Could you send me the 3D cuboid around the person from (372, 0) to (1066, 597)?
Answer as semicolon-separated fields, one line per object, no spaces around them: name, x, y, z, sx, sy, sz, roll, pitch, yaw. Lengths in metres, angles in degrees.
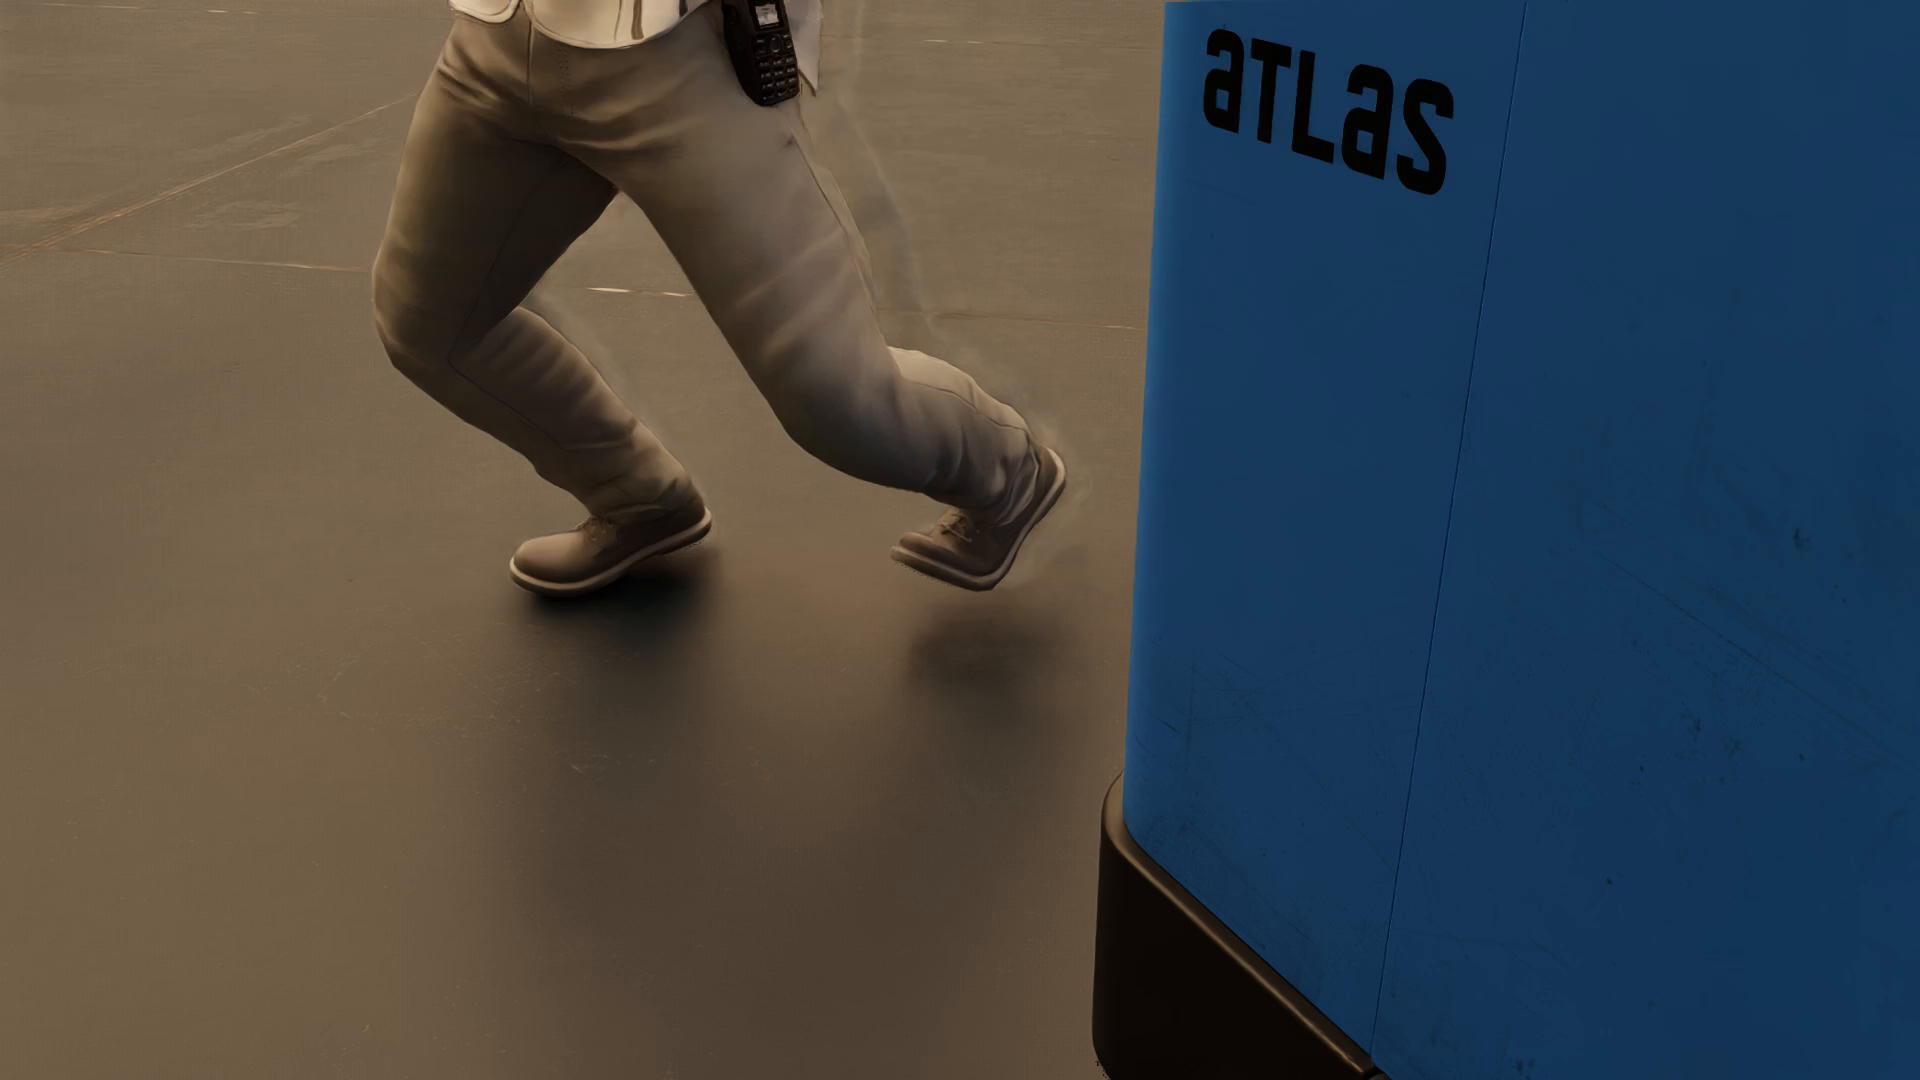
person;-0.441;-0.591;2.031;1.026;1.459;0.681;15;30;27
